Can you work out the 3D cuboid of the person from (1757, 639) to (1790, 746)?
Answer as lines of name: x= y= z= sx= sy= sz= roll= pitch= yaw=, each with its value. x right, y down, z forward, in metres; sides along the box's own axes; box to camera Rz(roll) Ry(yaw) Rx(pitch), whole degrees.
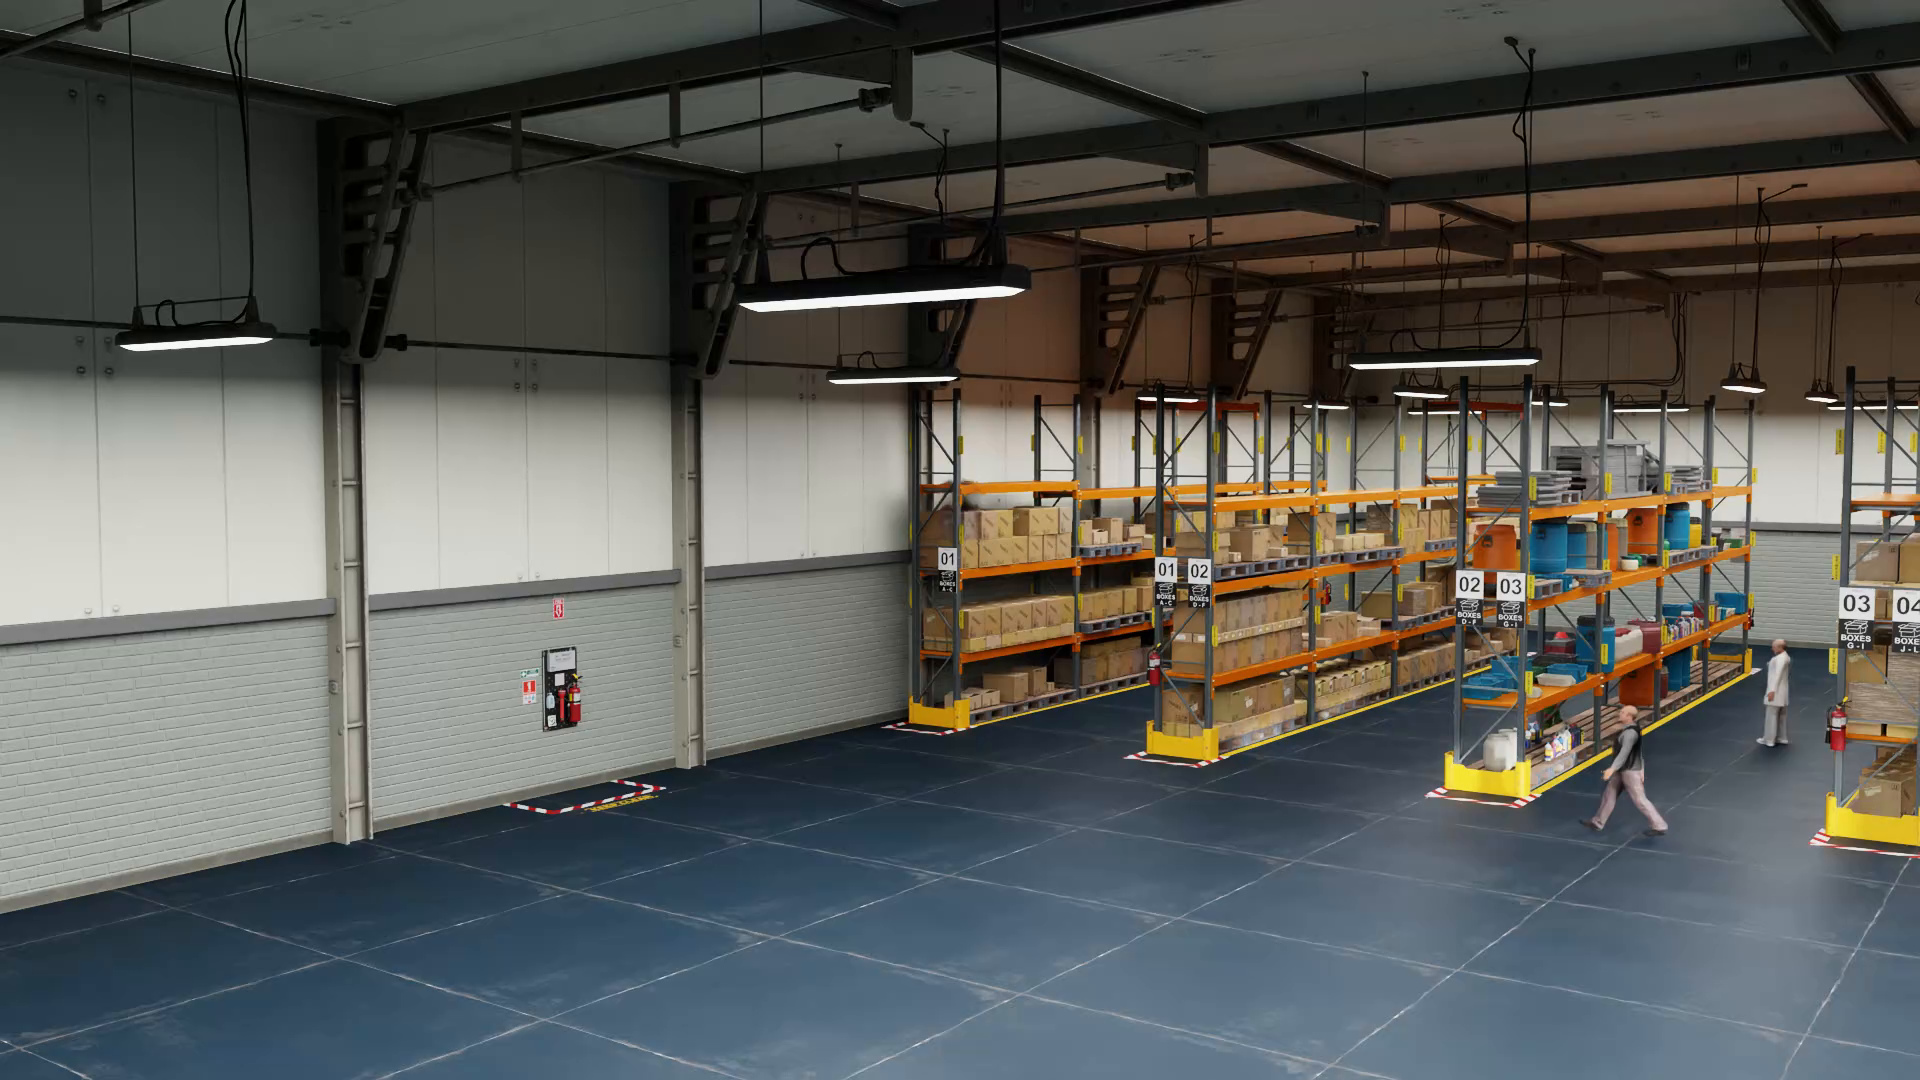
person: x=13.566 y=2.534 z=27.732 sx=0.457 sy=1.786 sz=0.626 roll=3 pitch=4 yaw=42

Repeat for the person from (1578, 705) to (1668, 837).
person: x=8.488 y=2.947 z=21.258 sx=1.054 sy=1.674 sz=0.563 roll=1 pitch=3 yaw=17

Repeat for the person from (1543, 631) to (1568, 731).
person: x=10.246 y=2.459 z=28.826 sx=0.572 sy=1.772 sz=0.600 roll=3 pitch=4 yaw=42
